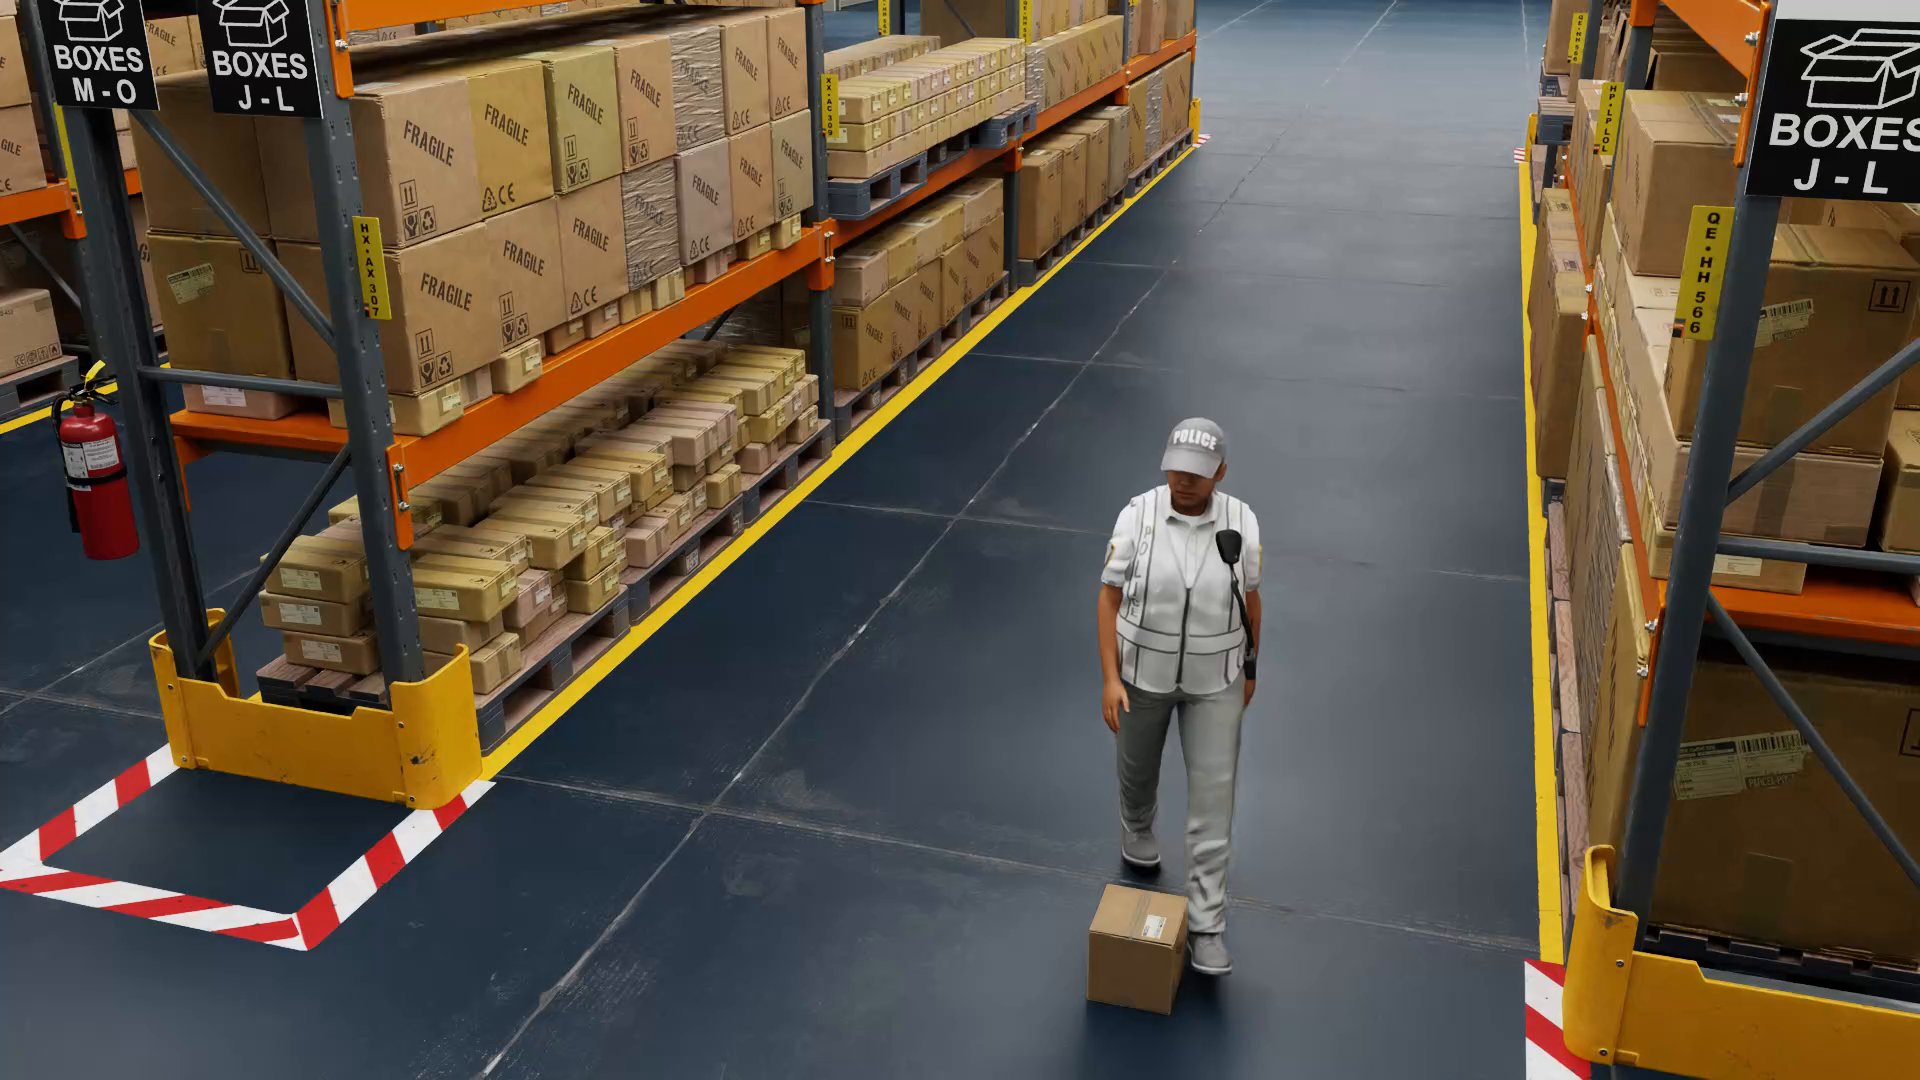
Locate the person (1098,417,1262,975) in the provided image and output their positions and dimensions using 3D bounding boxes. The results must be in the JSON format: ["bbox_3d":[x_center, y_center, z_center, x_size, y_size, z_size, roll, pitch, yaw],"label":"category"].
[{"bbox_3d":[0.653,0.432,5.047,0.490,1.615,0.940,3,22,7],"label":"person"}]
